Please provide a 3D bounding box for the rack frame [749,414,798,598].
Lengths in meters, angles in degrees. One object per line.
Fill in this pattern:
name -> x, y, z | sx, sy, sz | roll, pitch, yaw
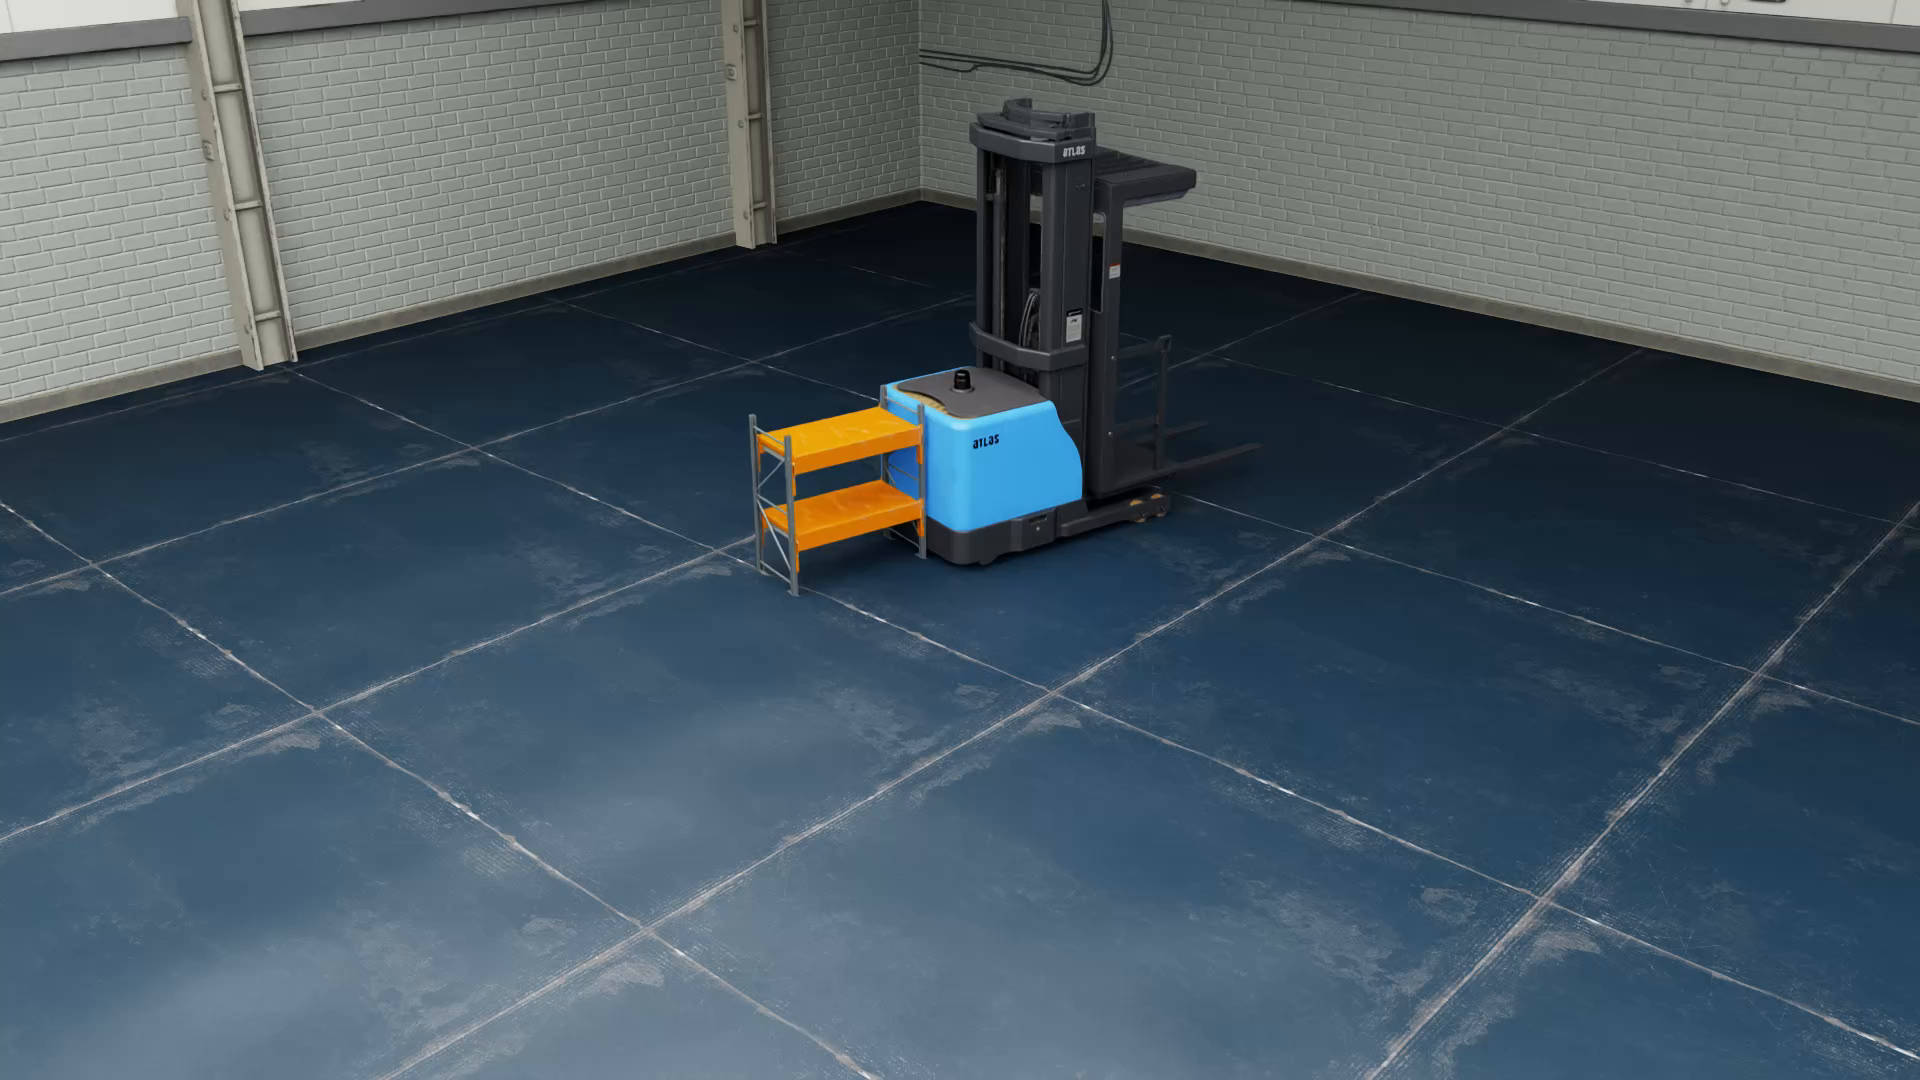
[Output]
rack frame -> -1.219, -0.222, 10.869 | 0.032, 1.125, 0.500 | -16, 29, -32

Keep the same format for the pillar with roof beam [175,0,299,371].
pillar with roof beam -> -3.192, -4.580, 10.966 | 9.100, 9.000, 0.400 | 20, 31, 38

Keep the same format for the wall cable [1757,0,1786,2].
wall cable -> 7.617, -7.075, 12.373 | 2.305, 6.003, 0.169 | 20, 31, 38

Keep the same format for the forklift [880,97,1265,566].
forklift -> 0.926, -1.620, 11.781 | 3.031, 2.935, 1.130 | -16, 29, -32

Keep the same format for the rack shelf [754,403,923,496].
rack shelf -> -0.804, -0.609, 11.017 | 1.000, 0.278, 0.538 | -16, 29, -32

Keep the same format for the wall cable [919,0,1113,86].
wall cable -> 0.558, -6.703, 19.496 | 3.097, 2.526, 0.112 | 20, 31, 38

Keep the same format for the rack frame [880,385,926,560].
rack frame -> -0.389, -0.462, 11.405 | 0.032, 1.125, 0.500 | -16, 29, -32

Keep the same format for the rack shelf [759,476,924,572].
rack shelf -> -0.804, -0.119, 11.237 | 1.000, 0.278, 0.538 | -16, 29, -32

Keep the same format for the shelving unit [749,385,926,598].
shelving unit -> -0.804, -0.342, 11.137 | 1.048, 1.125, 0.538 | -16, 29, -32

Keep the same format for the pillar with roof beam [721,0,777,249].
pillar with roof beam -> 0.813, -6.408, 15.043 | 9.100, 9.000, 0.400 | 20, 31, 38
